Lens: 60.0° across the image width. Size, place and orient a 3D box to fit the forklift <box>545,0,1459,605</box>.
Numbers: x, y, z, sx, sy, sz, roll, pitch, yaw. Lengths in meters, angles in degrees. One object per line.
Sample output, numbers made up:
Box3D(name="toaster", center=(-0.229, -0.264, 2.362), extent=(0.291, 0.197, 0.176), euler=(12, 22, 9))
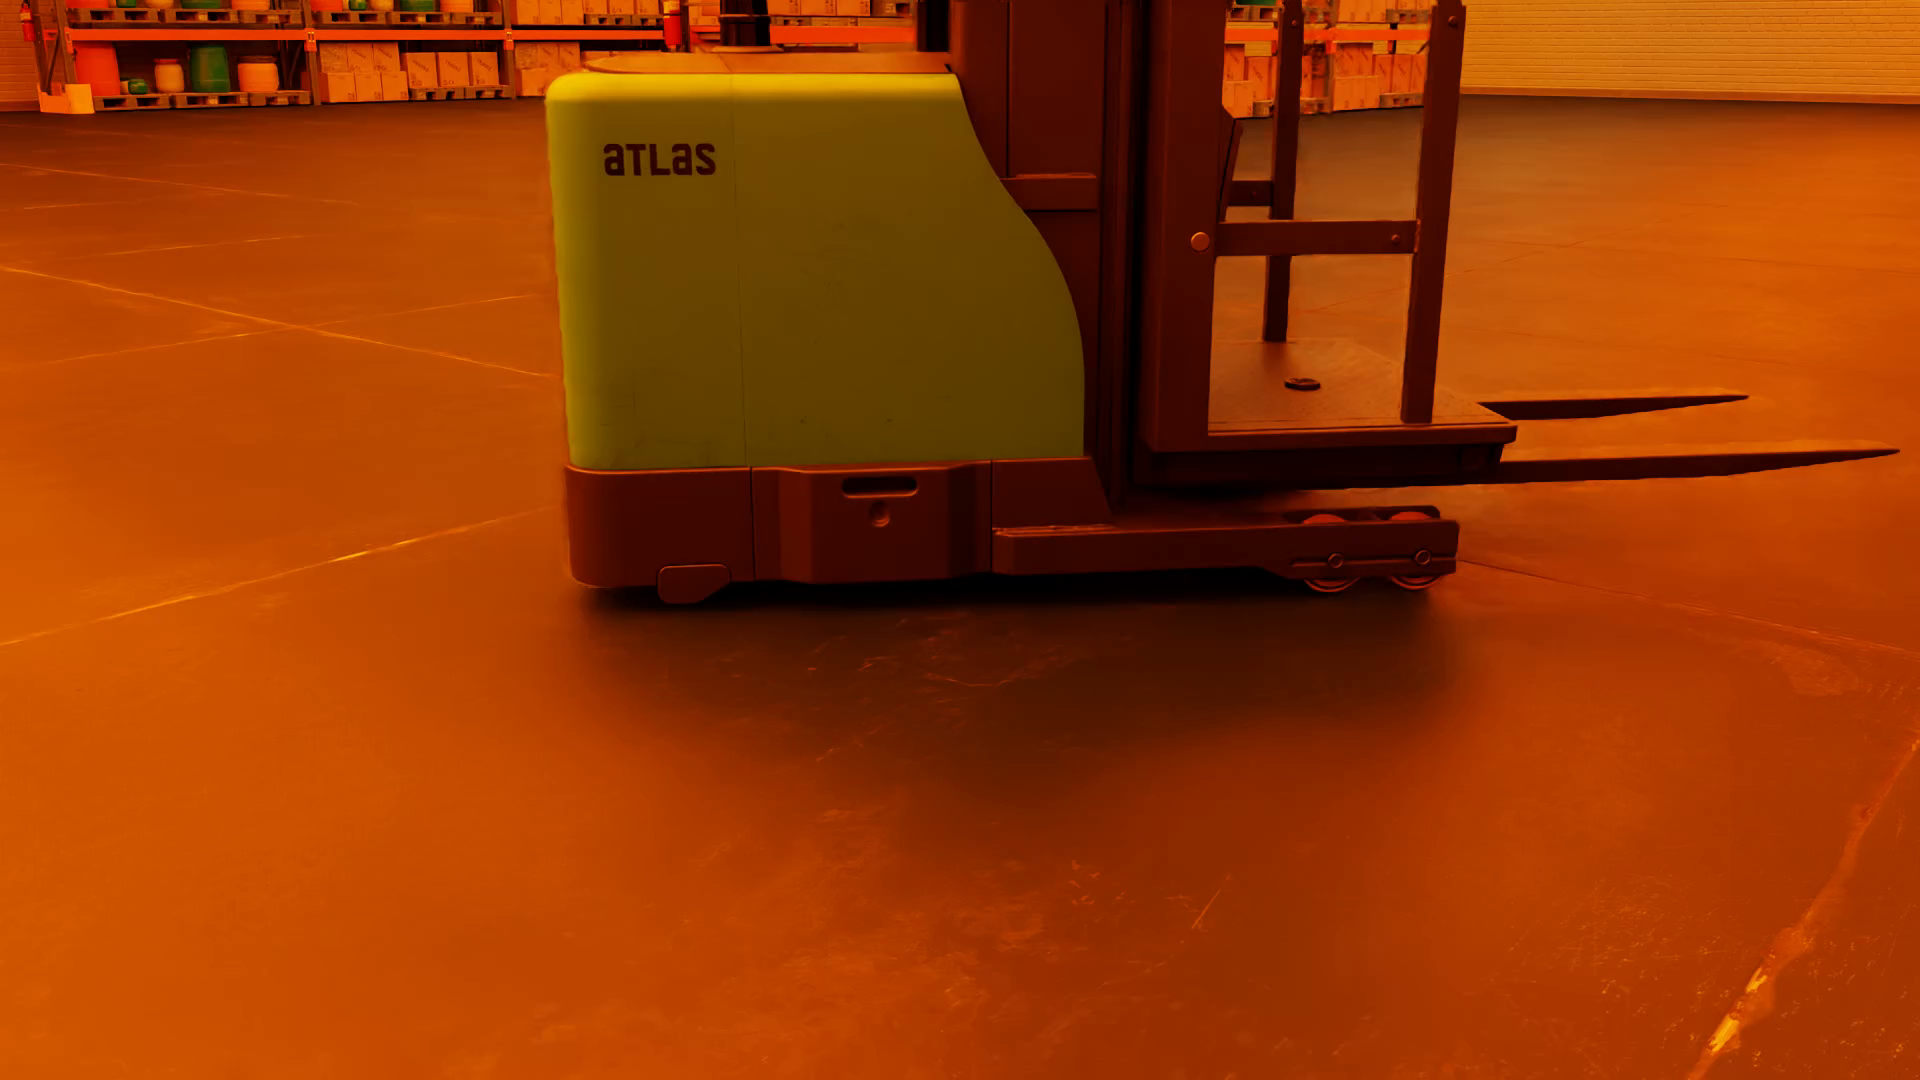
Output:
Box3D(name="forklift", center=(0.641, -1.440, 3.639), extent=(3.031, 2.935, 1.130), euler=(-2, 17, -7))
